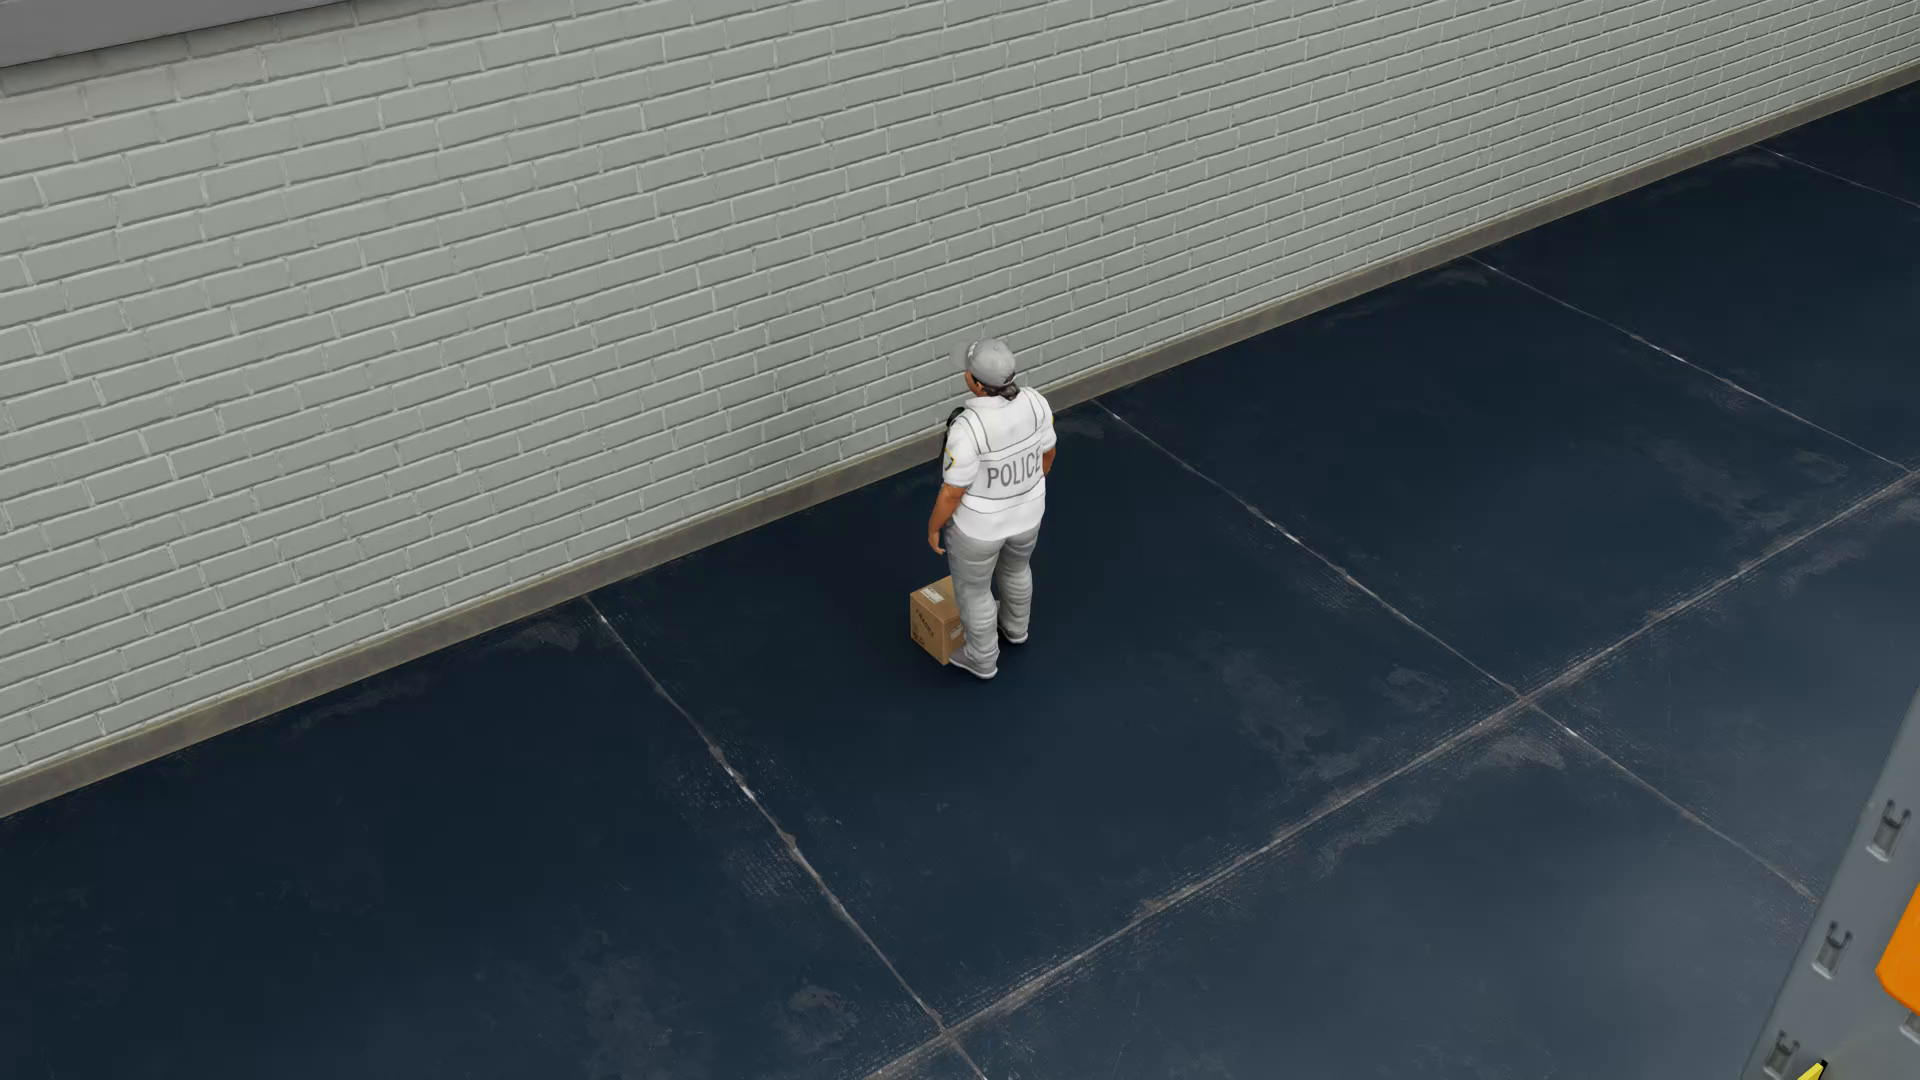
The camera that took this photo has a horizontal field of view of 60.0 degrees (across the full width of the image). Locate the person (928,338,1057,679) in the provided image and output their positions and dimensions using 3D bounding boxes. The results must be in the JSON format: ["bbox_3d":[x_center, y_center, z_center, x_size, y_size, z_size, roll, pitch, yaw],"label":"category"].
[{"bbox_3d":[0.096,-0.149,6.828,0.597,1.670,0.529,-23,42,-27],"label":"person"}]
